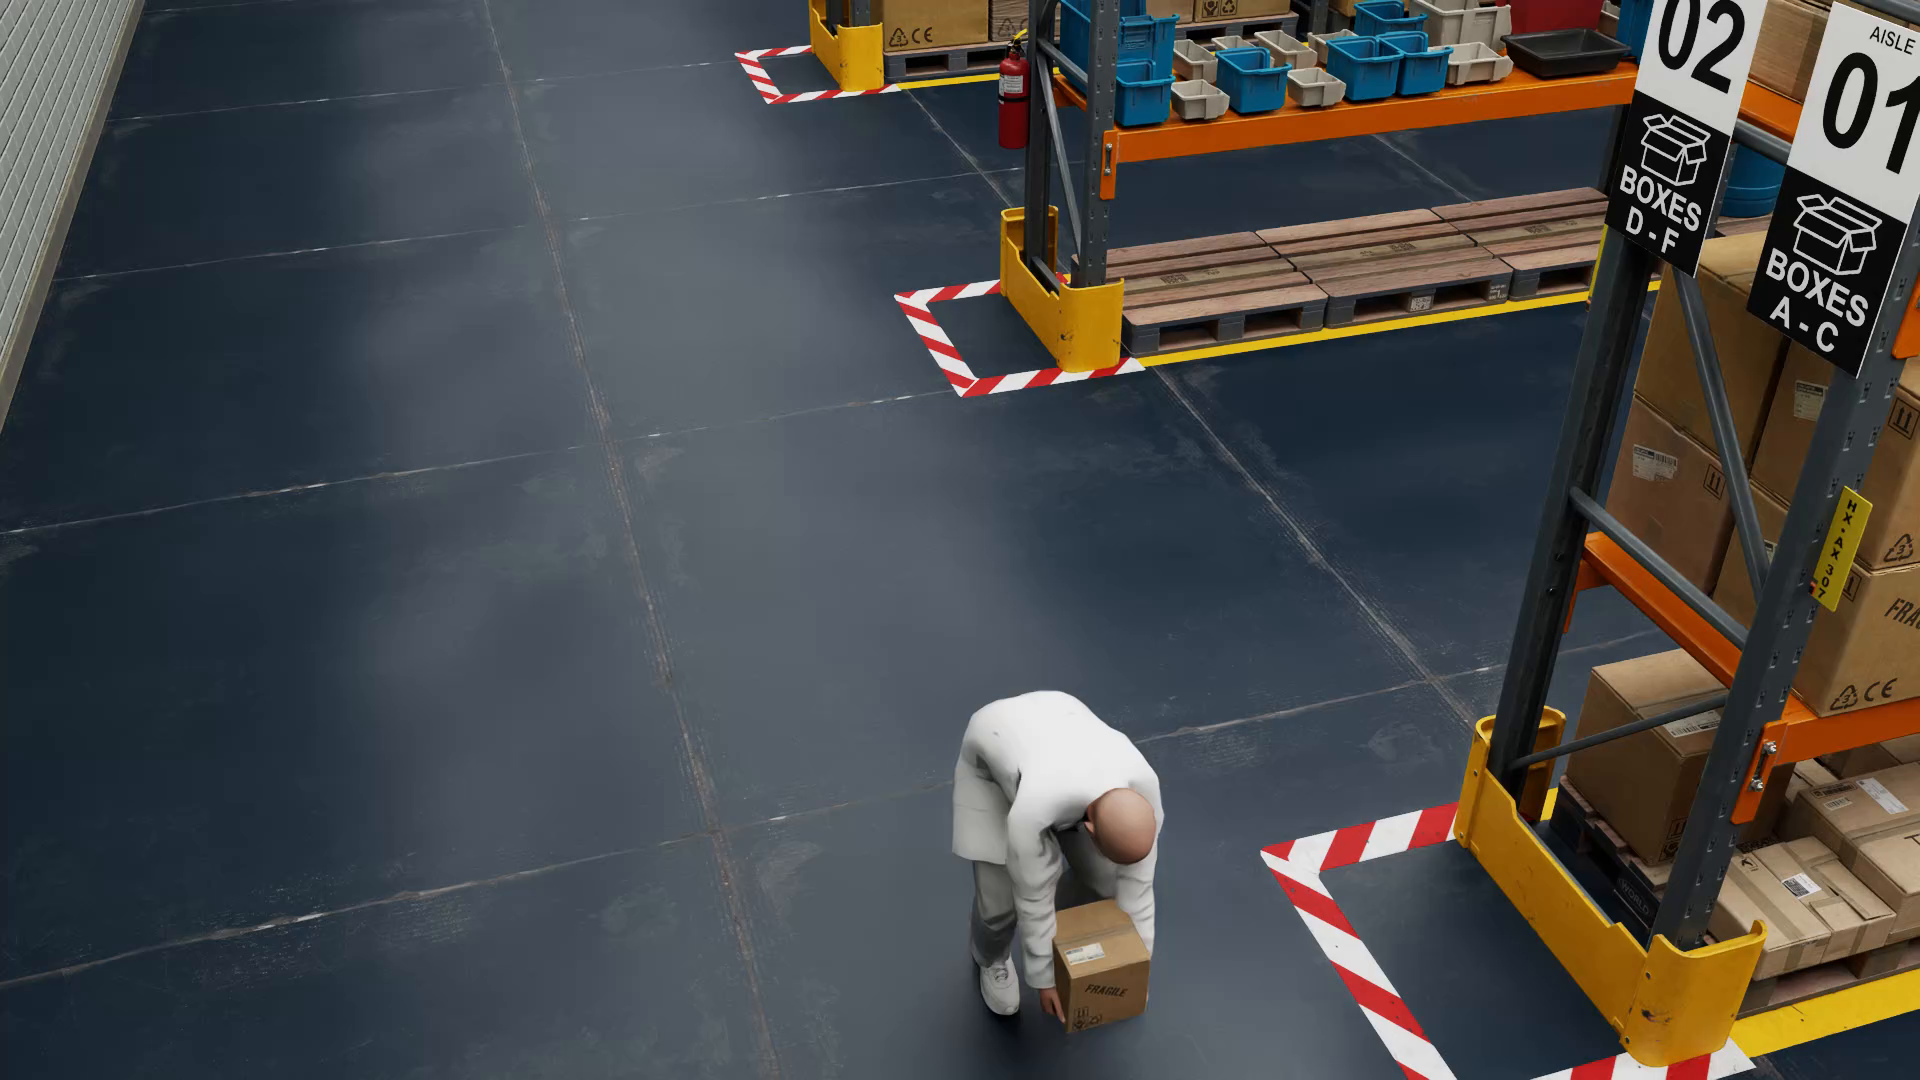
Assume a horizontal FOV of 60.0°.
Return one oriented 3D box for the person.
[{"bbox_3d":[0.268,0.739,5.043,0.530,1.778,0.567,-11,35,-16],"label":"person"}]
